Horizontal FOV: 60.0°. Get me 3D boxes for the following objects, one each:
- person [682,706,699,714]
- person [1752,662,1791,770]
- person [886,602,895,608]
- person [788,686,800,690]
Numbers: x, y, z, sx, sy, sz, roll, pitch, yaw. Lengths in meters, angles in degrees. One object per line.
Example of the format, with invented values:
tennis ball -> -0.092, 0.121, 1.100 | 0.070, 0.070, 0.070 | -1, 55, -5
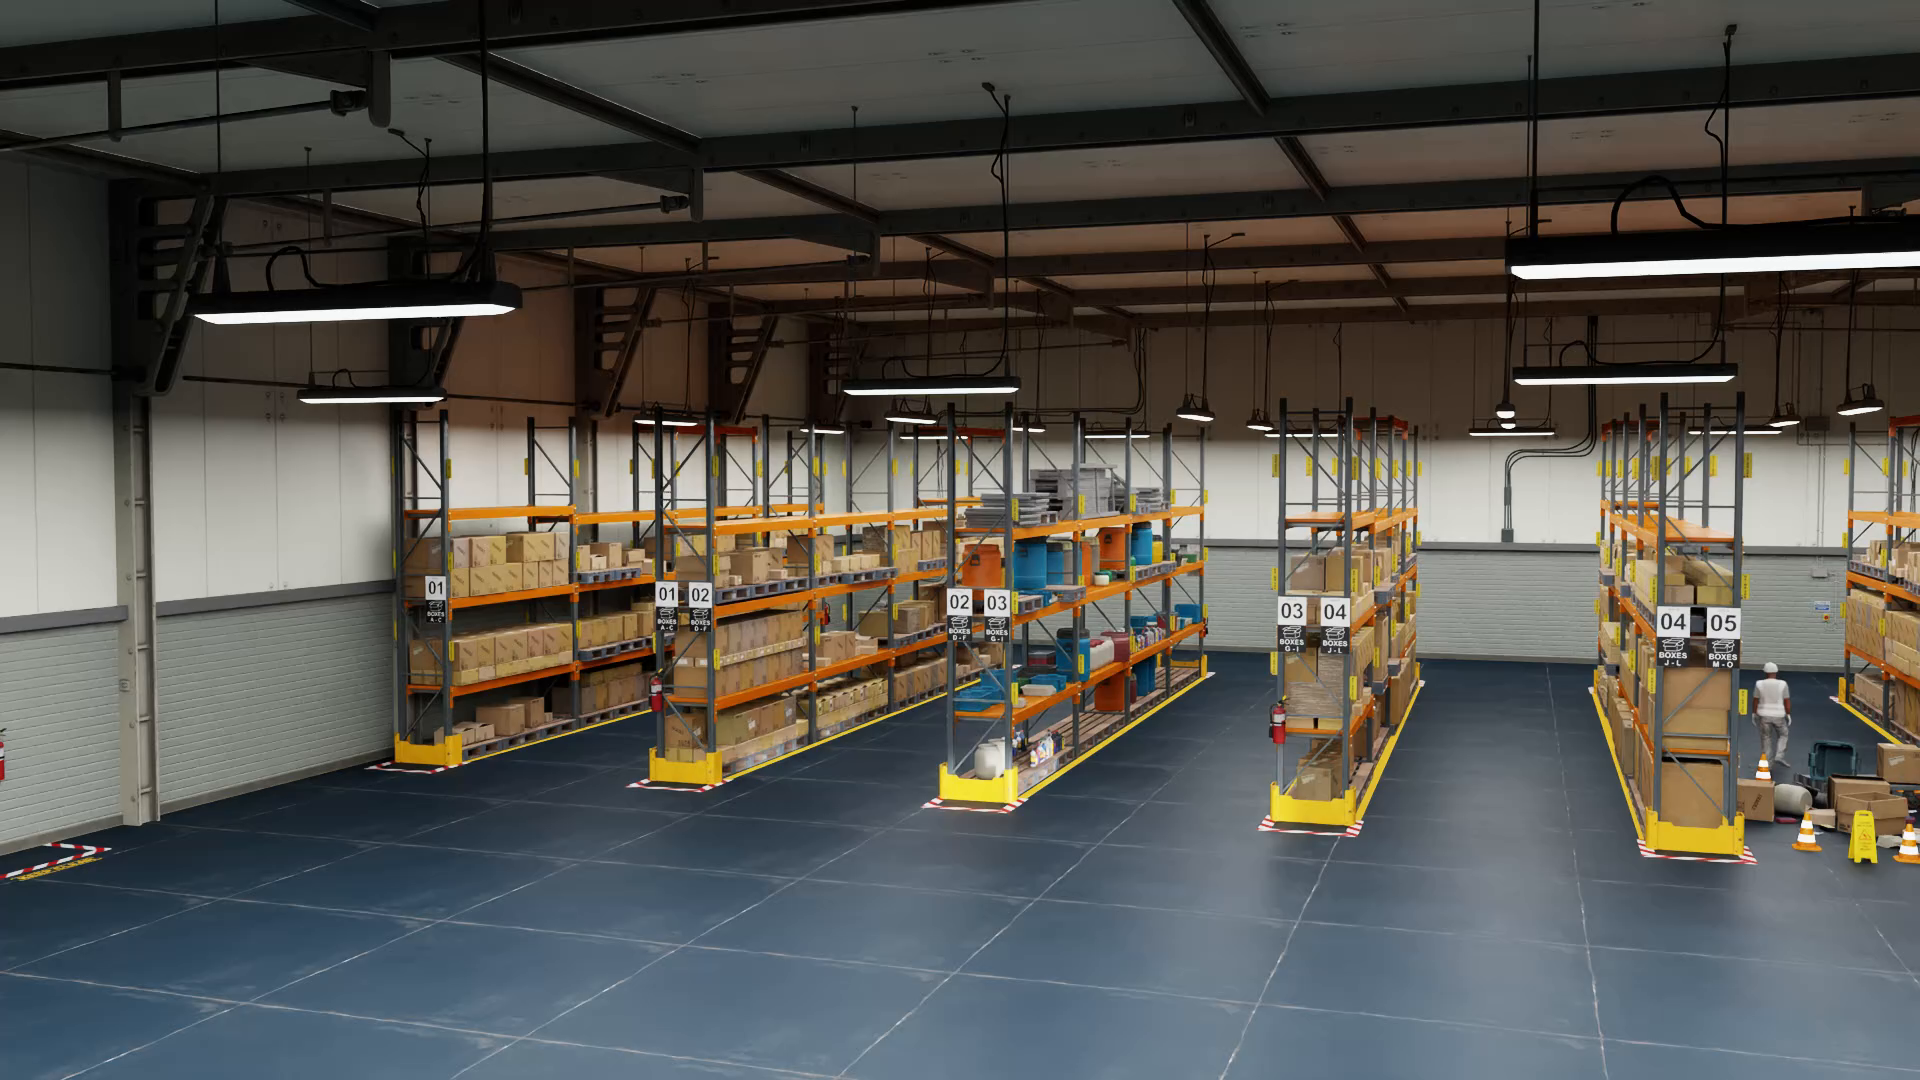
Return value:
person -> -5.118, 2.864, 31.965 | 0.605, 1.589, 0.843 | 0, 2, -5
person -> 13.461, 2.930, 27.590 | 0.584, 1.785, 0.521 | 1, 3, 26
person -> -1.719, 2.341, 42.369 | 0.919, 1.644, 0.440 | -1, 3, -17
person -> -3.821, 2.560, 37.529 | 0.493, 1.641, 0.478 | 2, 3, 36
